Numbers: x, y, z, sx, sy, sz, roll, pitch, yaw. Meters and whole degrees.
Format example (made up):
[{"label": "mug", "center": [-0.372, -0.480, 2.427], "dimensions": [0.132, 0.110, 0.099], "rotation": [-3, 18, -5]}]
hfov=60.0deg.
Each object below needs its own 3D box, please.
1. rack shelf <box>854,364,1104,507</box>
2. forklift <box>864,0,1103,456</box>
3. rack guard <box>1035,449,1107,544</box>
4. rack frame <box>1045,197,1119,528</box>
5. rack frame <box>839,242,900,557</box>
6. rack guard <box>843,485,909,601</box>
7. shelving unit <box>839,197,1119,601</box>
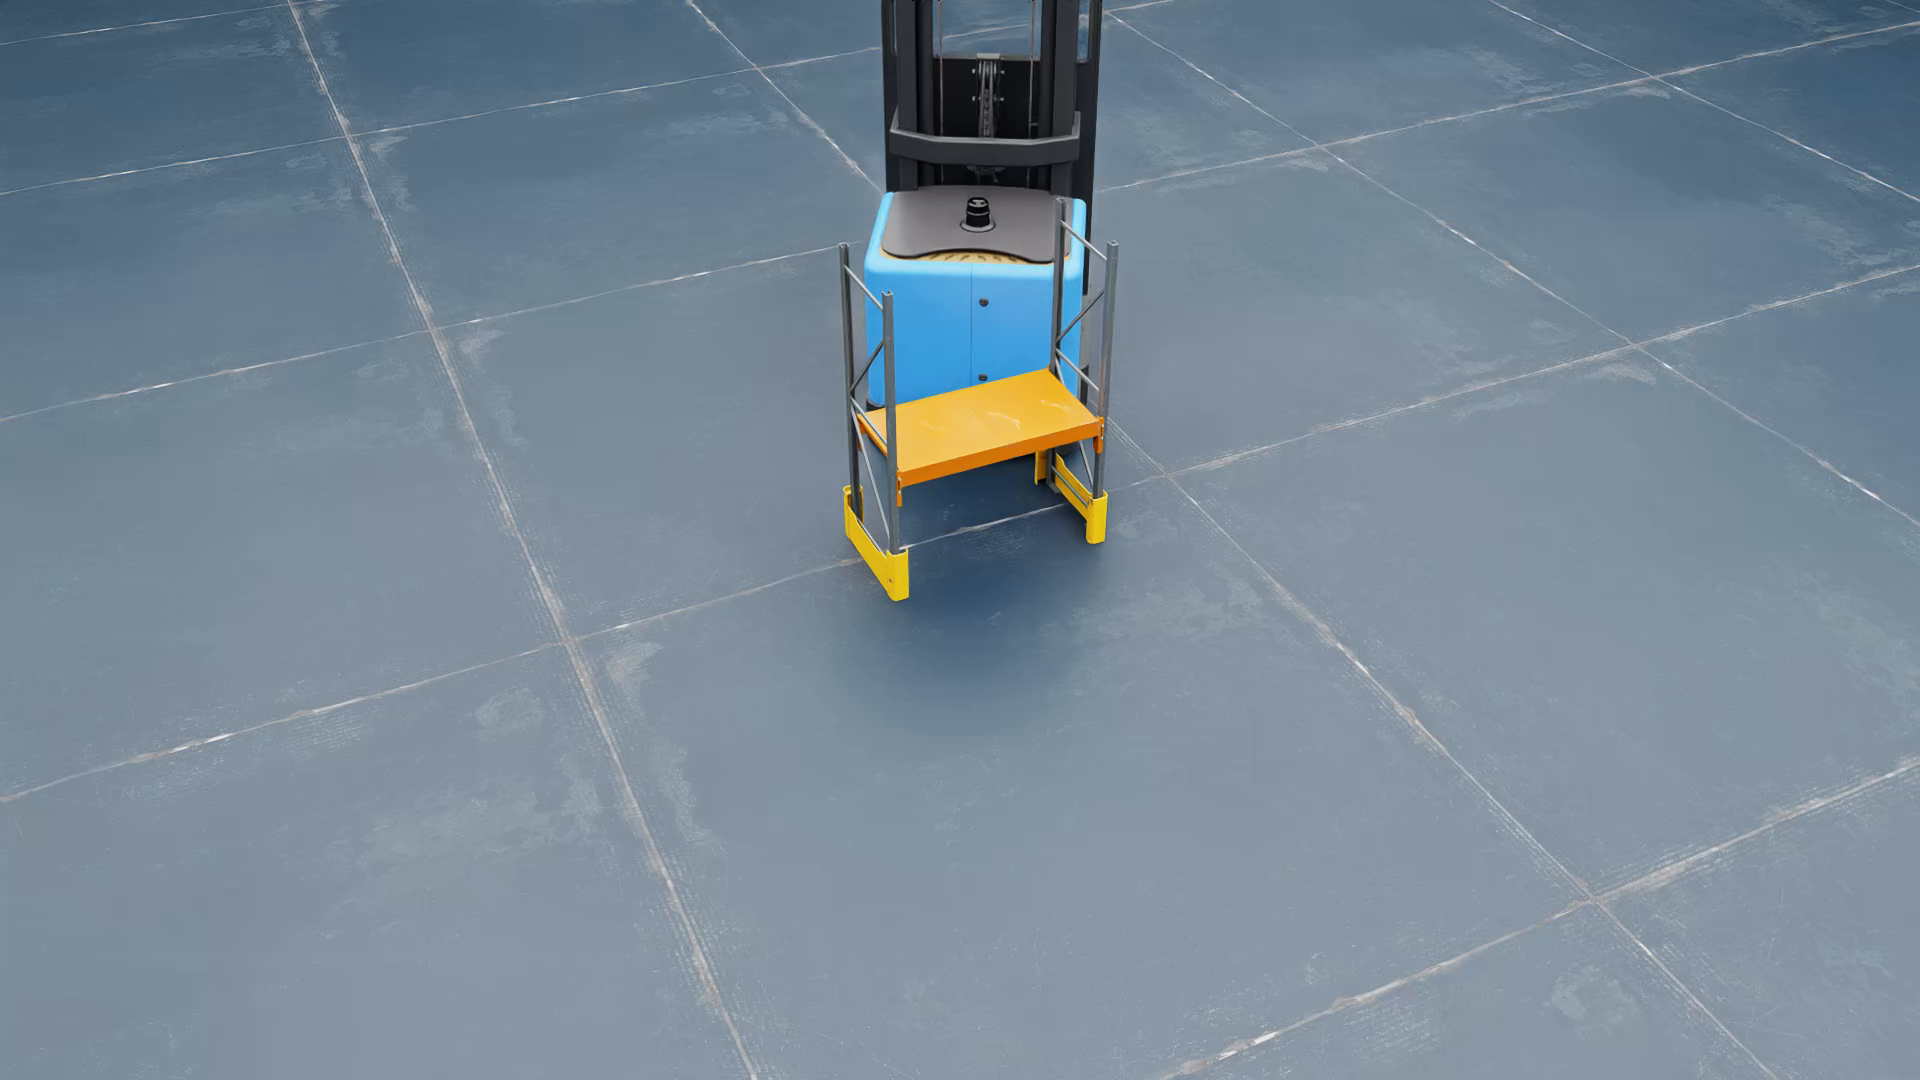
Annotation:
[{"label": "rack shelf", "center": [0.077, -0.480, 7.439], "dimensions": [1.000, 0.185, 0.538], "rotation": [-16, 39, -20]}, {"label": "forklift", "center": [0.176, -2.452, 8.596], "dimensions": [1.130, 2.935, 3.031], "rotation": [3, 37, 4]}, {"label": "rack guard", "center": [0.520, -0.246, 7.871], "dimensions": [0.087, 0.250, 0.587], "rotation": [-16, 39, -20]}, {"label": "rack frame", "center": [0.537, -0.753, 7.506], "dimensions": [0.032, 1.500, 0.500], "rotation": [-16, 39, -20]}, {"label": "rack frame", "center": [-0.383, -0.495, 7.159], "dimensions": [0.032, 1.500, 0.500], "rotation": [-16, 39, -20]}, {"label": "rack guard", "center": [-0.382, 0.006, 7.532], "dimensions": [0.087, 0.250, 0.587], "rotation": [-16, 39, -20]}, {"label": "shelving unit", "center": [0.069, -0.622, 7.329], "dimensions": [1.083, 1.500, 0.587], "rotation": [-16, 39, -20]}]
